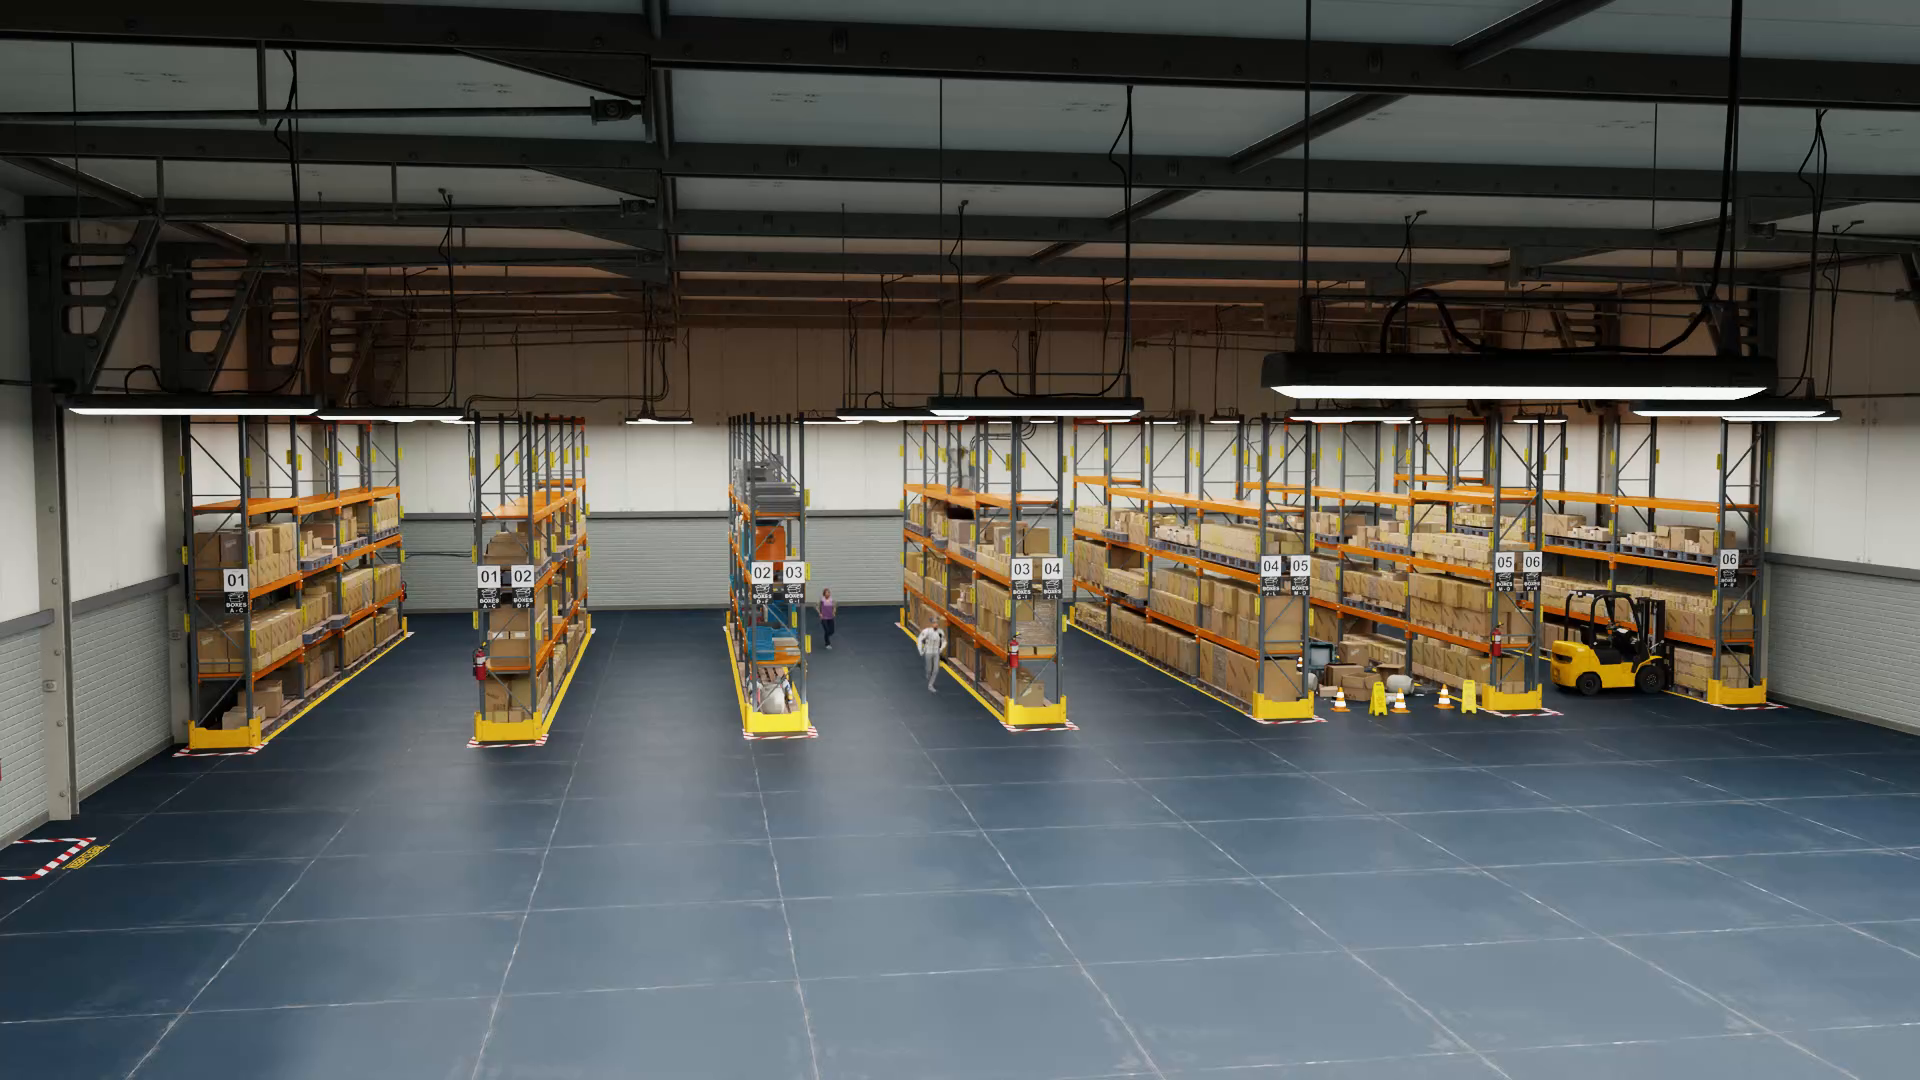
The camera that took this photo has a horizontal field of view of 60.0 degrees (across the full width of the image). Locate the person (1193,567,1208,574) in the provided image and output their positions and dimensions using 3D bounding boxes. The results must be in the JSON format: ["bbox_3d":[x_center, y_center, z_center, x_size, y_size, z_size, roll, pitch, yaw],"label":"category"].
[{"bbox_3d":[7.215,1.433,50.315,0.918,1.764,0.712,-1,4,-13],"label":"person"}]

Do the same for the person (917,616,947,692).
[{"bbox_3d":[-0.607,2.465,36.173,0.648,1.655,0.665,-1,4,-13],"label":"person"}]

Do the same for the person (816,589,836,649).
[{"bbox_3d":[-3.452,2.028,42.919,0.527,1.555,0.588,-2,4,-21],"label":"person"}]

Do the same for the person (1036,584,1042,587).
[{"bbox_3d":[2.342,1.705,46.262,0.677,1.729,0.606,0,4,-2],"label":"person"}]
